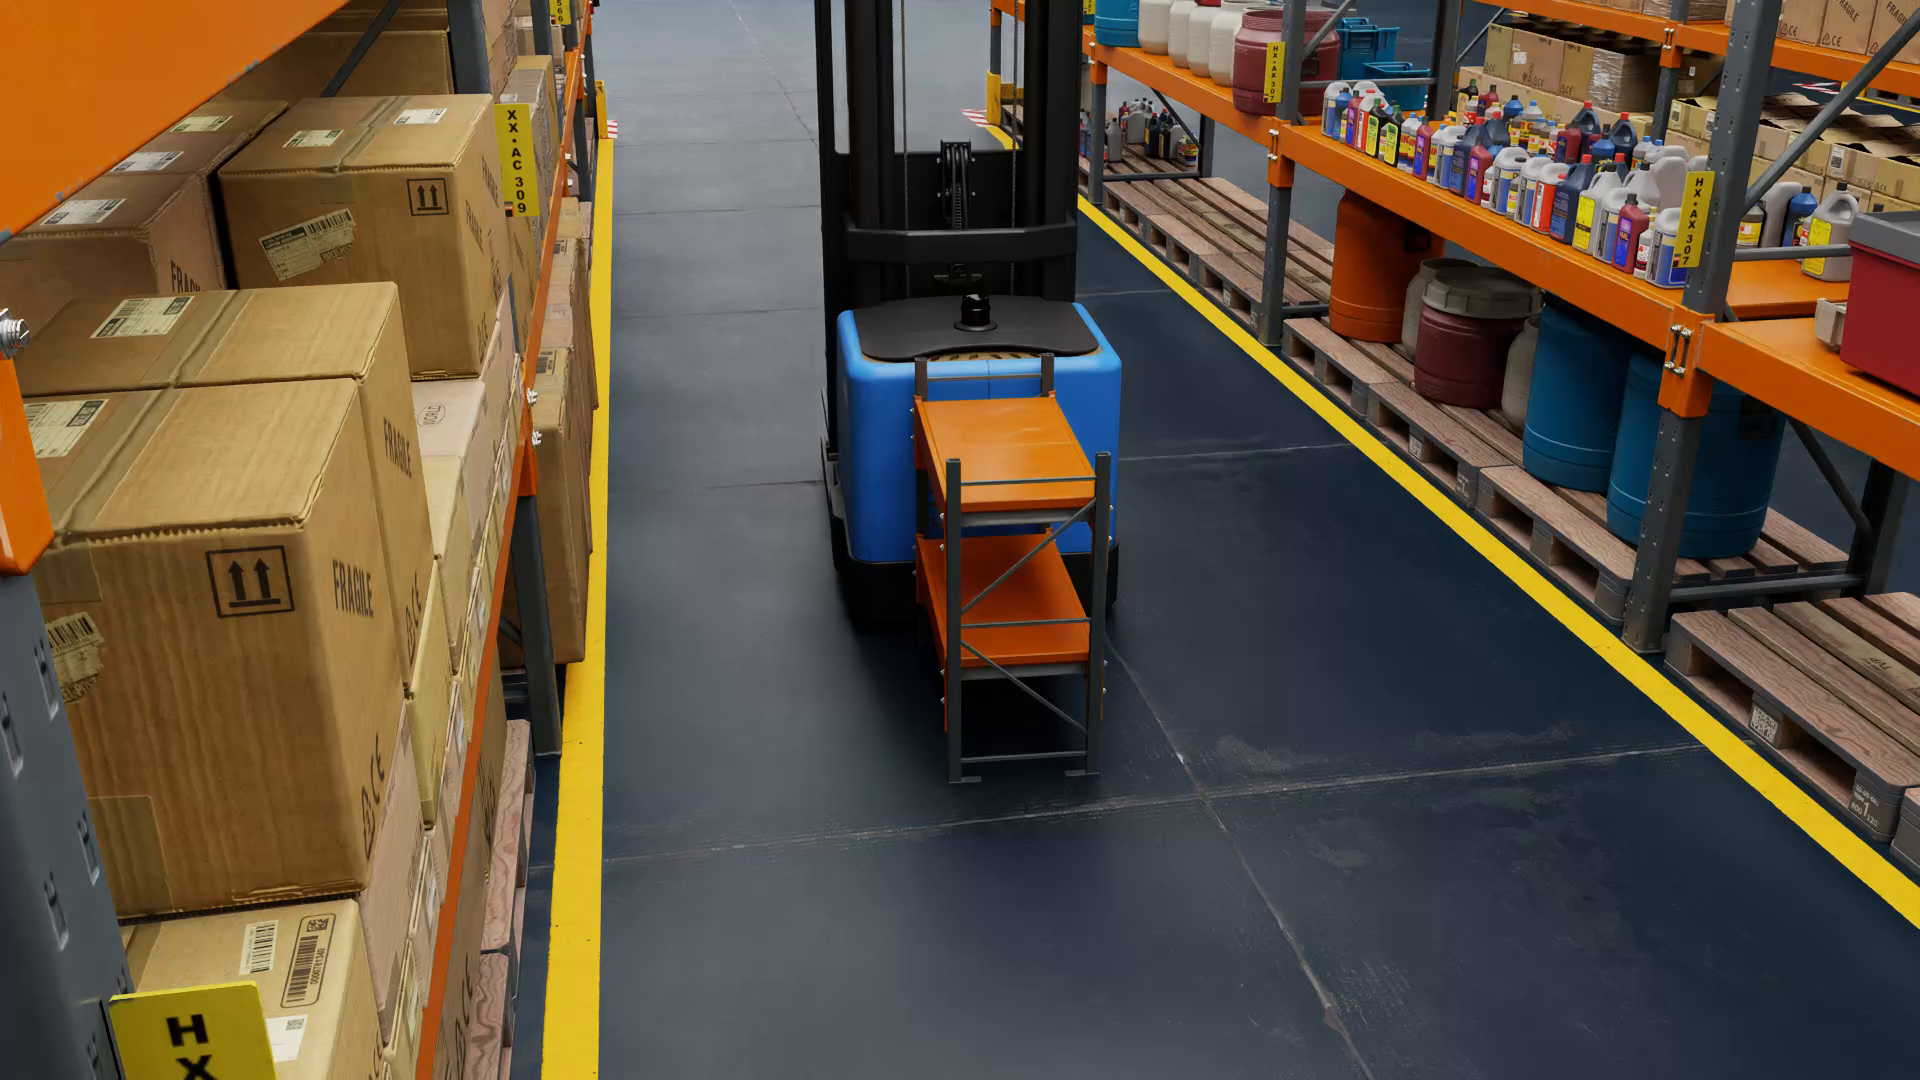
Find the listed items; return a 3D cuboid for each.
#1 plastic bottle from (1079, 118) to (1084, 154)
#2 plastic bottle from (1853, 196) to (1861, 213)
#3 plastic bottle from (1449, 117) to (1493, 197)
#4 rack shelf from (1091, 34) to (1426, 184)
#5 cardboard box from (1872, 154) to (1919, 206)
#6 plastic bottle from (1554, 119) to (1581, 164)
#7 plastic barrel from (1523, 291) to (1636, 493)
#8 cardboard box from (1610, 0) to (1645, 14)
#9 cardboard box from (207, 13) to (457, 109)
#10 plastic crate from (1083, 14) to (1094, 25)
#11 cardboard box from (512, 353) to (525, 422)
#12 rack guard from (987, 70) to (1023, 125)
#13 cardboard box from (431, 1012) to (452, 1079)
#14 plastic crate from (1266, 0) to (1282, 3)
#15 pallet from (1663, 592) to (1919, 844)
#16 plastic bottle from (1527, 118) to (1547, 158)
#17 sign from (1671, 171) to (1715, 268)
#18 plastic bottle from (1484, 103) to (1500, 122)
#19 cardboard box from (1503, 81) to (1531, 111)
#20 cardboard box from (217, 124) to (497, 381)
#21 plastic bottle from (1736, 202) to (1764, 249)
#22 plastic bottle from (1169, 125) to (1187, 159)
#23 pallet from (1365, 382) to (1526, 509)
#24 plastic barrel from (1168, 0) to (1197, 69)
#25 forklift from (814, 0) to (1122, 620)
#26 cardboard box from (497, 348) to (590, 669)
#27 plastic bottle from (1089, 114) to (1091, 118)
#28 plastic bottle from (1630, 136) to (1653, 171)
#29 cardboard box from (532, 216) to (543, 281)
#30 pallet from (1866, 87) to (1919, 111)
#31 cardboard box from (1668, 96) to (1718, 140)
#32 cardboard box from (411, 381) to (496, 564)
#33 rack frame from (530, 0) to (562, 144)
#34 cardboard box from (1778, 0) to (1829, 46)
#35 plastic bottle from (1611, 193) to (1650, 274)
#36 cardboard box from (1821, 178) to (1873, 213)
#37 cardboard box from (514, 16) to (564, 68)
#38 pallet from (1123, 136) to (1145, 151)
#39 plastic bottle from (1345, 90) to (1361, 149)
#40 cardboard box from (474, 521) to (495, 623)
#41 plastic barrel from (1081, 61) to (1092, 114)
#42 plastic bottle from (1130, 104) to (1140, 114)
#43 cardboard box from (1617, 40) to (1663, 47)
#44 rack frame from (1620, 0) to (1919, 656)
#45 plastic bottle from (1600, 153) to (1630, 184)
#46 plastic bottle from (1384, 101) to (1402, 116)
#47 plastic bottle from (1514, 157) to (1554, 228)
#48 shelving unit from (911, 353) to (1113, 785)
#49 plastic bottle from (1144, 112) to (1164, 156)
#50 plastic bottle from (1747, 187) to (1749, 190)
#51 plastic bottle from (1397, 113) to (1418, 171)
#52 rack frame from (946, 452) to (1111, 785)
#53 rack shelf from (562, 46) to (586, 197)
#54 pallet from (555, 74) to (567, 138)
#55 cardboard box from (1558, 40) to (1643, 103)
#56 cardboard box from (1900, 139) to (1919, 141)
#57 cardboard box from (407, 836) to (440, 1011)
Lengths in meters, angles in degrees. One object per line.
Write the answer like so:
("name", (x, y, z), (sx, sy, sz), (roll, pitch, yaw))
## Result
("plastic bottle", (1.040, -3.471, 14.294), (0.061, 0.283, 0.133), (-3, 24, -6))
("plastic bottle", (3.355, -1.174, 6.336), (0.061, 0.283, 0.133), (-4, 24, -10))
("plastic bottle", (2.333, -1.747, 7.564), (0.144, 0.351, 0.185), (-4, 24, -10))
("rack shelf", (1.919, -3.029, 11.337), (1.077, 0.370, 4.000), (-4, 24, -10))
("cardboard box", (6.716, -2.519, 11.479), (0.500, 0.311, 0.500), (-5, 24, -11))
("plastic bottle", (2.887, -1.858, 7.903), (0.061, 0.283, 0.133), (-4, 24, -10))
("plastic barrel", (2.814, -0.724, 7.256), (0.600, 0.901, 0.708), (-4, 24, -10))
("cardboard box", (6.226, -4.938, 14.683), (0.700, 0.500, 0.500), (-5, 24, -10))
("cardboard box", (-1.965, -1.389, 5.304), (0.797, 0.503, 0.637), (-5, 24, -11))
("plastic crate", (1.078, -4.493, 13.975), (0.499, 0.251, 0.616), (-4, 24, -10))
("cardboard box", (-1.461, -0.422, 4.782), (0.380, 0.149, 0.250), (-4, 24, -9))
("rack guard", (0.870, -4.547, 17.037), (1.175, 0.500, 0.348), (-4, 24, -10))
("cardboard box", (-1.465, 1.118, 3.072), (0.875, 0.875, 0.875), (-4, 24, -10))
("plastic crate", (2.059, -3.728, 12.057), (0.392, 0.384, 0.575), (-4, 24, -10))
("pallet", (3.203, 0.565, 5.692), (1.003, 0.211, 1.213), (-4, 24, -10))
("plastic bottle", (2.919, -2.025, 8.387), (0.097, 0.201, 0.097), (0, 24, 0))
("sign", (2.487, -1.086, 5.643), (0.100, 0.325, 0.005), (-4, 24, -10))
("plastic bottle", (2.829, -2.216, 8.825), (0.097, 0.201, 0.097), (0, 24, 0))
("cardboard box", (5.747, -4.396, 16.479), (0.500, 0.250, 0.500), (-4, 24, -10))
("cardboard box", (-1.403, -0.685, 3.950), (0.500, 0.500, 0.500), (-4, 24, -9))
("plastic bottle", (3.130, -1.246, 6.603), (0.097, 0.201, 0.097), (0, 24, 0))
("plastic bottle", (1.834, -3.382, 14.100), (0.152, 0.276, 0.135), (-3, 24, -8))
("pallet", (2.698, -0.509, 8.151), (1.003, 0.211, 1.213), (-4, 24, -10))
("plastic barrel", (1.646, -3.527, 11.408), (0.433, 0.535, 0.433), (0, 24, 0))
("forklift", (-0.075, -1.591, 7.231), (1.130, 2.935, 3.031), (-3, 24, -6))
("cardboard box", (-1.977, -0.102, 5.865), (1.225, 0.875, 0.875), (-4, 24, -10))
("plastic bottle", (1.148, -3.555, 14.486), (0.061, 0.283, 0.133), (-4, 24, -10))
("plastic bottle", (3.091, -1.692, 7.537), (0.097, 0.271, 0.097), (0, 24, 0))
("cardboard box", (-1.864, -1.272, 6.291), (0.500, 0.500, 0.500), (-5, 24, -11))
("pallet", (10.675, -4.822, 18.028), (1.003, 0.211, 1.213), (-4, 24, -10))
("cardboard box", (6.249, -3.519, 13.770), (0.500, 0.311, 0.500), (-4, 24, -10))
("cardboard box", (-1.307, -0.142, 3.643), (0.500, 0.250, 0.500), (-4, 24, -9))
("rack frame", (-2.579, -2.206, 8.553), (1.000, 3.000, 0.127), (-4, 24, -10))
("cardboard box", (6.641, -4.046, 12.642), (0.500, 0.500, 0.500), (-3, 24, -6))
("plastic bottle", (2.550, -1.164, 6.314), (0.061, 0.283, 0.133), (-4, 24, -10))
("cardboard box", (6.632, -2.459, 12.044), (0.500, 0.250, 0.500), (-4, 24, -9))
("cardboard box", (-2.663, -3.006, 10.047), (0.500, 0.250, 0.500), (-5, 24, -11))
("pallet", (1.237, -3.616, 15.266), (1.003, 0.211, 1.213), (-4, 24, -10))
("plastic bottle", (2.067, -2.192, 8.667), (0.061, 0.283, 0.133), (-4, 24, -10))
("cardboard box", (-1.223, 0.084, 3.624), (0.380, 0.149, 0.250), (-5, 24, -11))
("plastic barrel", (1.099, -4.321, 15.980), (0.421, 0.512, 0.421), (0, 24, 0))
("plastic bottle", (1.625, -3.827, 15.118), (0.152, 0.276, 0.135), (-5, 24, -11))
("cardboard box", (6.455, -4.386, 15.518), (0.500, 0.500, 0.500), (-4, 24, -10))
("rack frame", (3.028, -0.999, 5.790), (1.000, 3.000, 0.127), (-4, 24, -10))
("plastic bottle", (2.644, -1.397, 6.763), (0.144, 0.351, 0.185), (-4, 24, -10))
("plastic bottle", (2.191, -2.094, 8.458), (0.097, 0.271, 0.097), (0, 24, 0))
("plastic bottle", (2.452, -1.468, 7.019), (0.152, 0.276, 0.135), (-4, 24, -10))
("shelving unit", (0.148, 0.063, 5.701), (0.538, 1.125, 1.048), (-3, 24, -6))
("plastic bottle", (1.666, -3.471, 14.210), (0.144, 0.351, 0.185), (-4, 24, -10))
("plastic bottle", (3.237, -1.348, 6.837), (0.097, 0.201, 0.097), (0, 24, 0))
("plastic bottle", (2.199, -1.946, 8.120), (0.097, 0.271, 0.097), (0, 24, 0))
("rack frame", (0.208, 0.265, 5.239), (0.500, 1.125, 0.032), (-3, 24, -6))
("rack shelf", (-2.949, -2.663, 10.498), (1.077, 0.370, 4.000), (-4, 24, -10))
("pallet", (-2.815, -2.390, 9.215), (1.213, 0.211, 1.003), (-4, 24, -10))
("cardboard box", (5.940, -4.347, 15.429), (0.500, 0.500, 0.500), (-4, 24, -10))
("cardboard box", (7.152, -2.761, 12.035), (0.500, 0.311, 0.500), (-5, 24, -11))
("cardboard box", (-0.987, 0.588, 2.470), (0.380, 0.149, 0.250), (-5, 24, -11))
